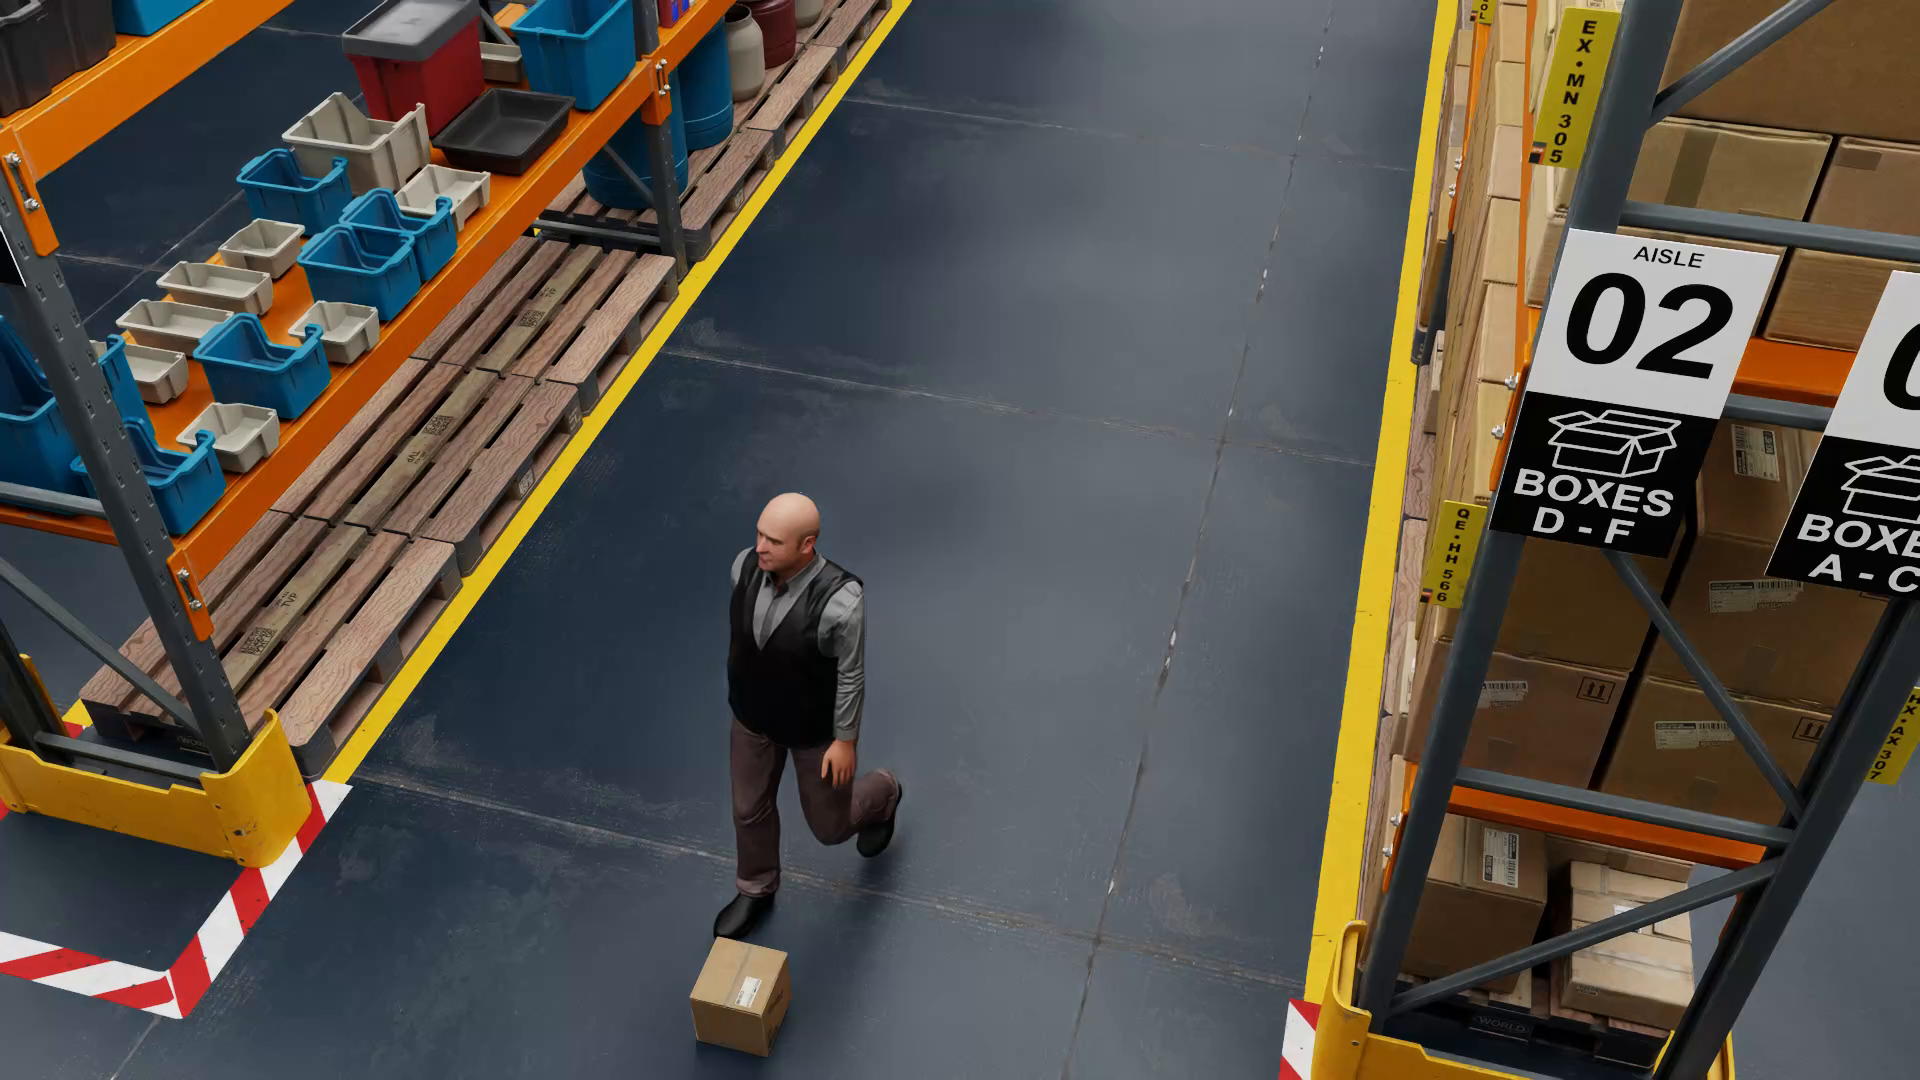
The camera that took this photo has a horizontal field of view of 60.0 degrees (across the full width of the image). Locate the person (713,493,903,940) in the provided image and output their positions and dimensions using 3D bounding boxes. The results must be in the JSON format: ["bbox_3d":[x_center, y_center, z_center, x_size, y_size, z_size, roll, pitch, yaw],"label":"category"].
[{"bbox_3d":[-0.561,0.587,5.482,0.540,1.701,0.783,20,45,21],"label":"person"}]
